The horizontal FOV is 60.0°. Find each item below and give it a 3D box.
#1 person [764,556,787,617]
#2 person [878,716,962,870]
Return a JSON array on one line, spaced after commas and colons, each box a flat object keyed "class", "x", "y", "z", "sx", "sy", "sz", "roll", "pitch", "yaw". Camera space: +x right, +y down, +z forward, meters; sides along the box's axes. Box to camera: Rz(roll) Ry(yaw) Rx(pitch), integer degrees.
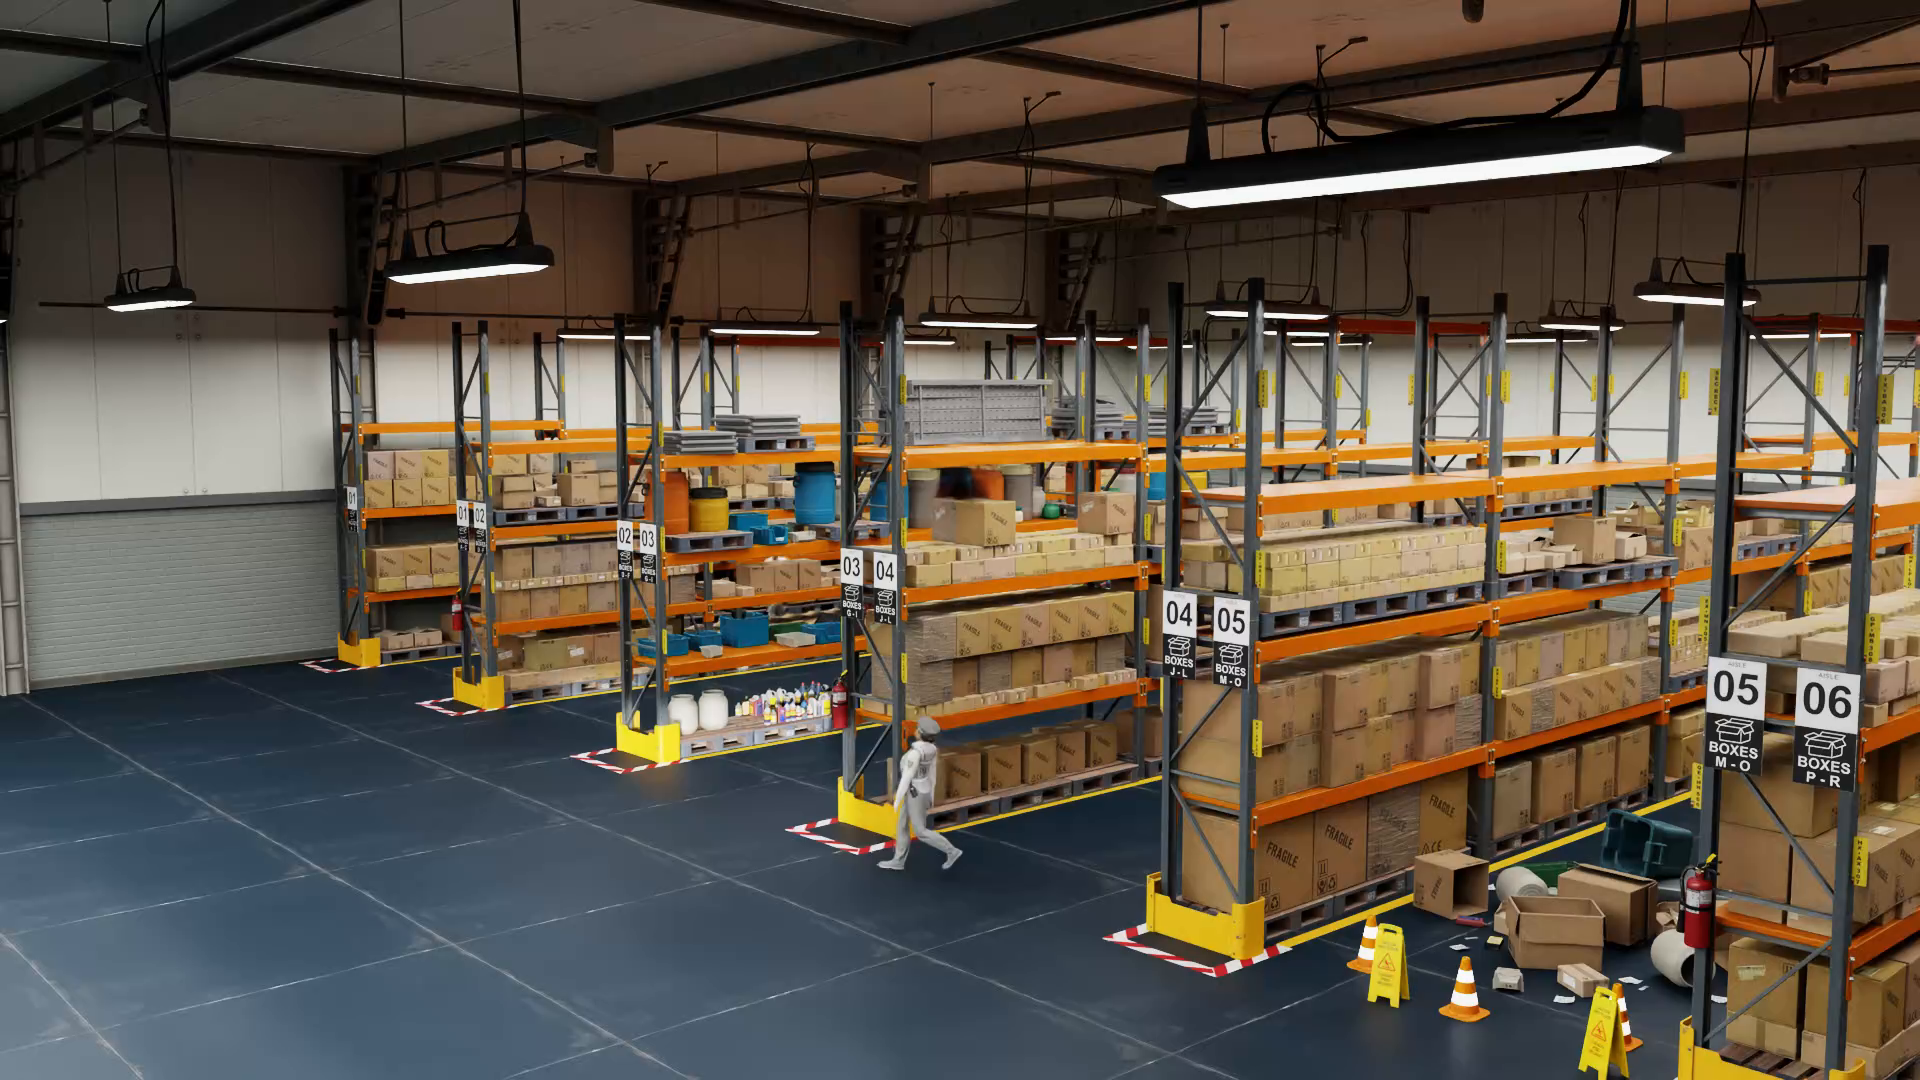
[{"class": "person", "x": -3.801, "y": 0.965, "z": 33.624, "sx": 0.548, "sy": 1.725, "sz": 1.088, "roll": 5, "pitch": 8, "yaw": 41}, {"class": "person", "x": -0.431, "y": 2.635, "z": 17.235, "sx": 0.866, "sy": 1.655, "sz": 0.434, "roll": 0, "pitch": 6, "yaw": 1}]
